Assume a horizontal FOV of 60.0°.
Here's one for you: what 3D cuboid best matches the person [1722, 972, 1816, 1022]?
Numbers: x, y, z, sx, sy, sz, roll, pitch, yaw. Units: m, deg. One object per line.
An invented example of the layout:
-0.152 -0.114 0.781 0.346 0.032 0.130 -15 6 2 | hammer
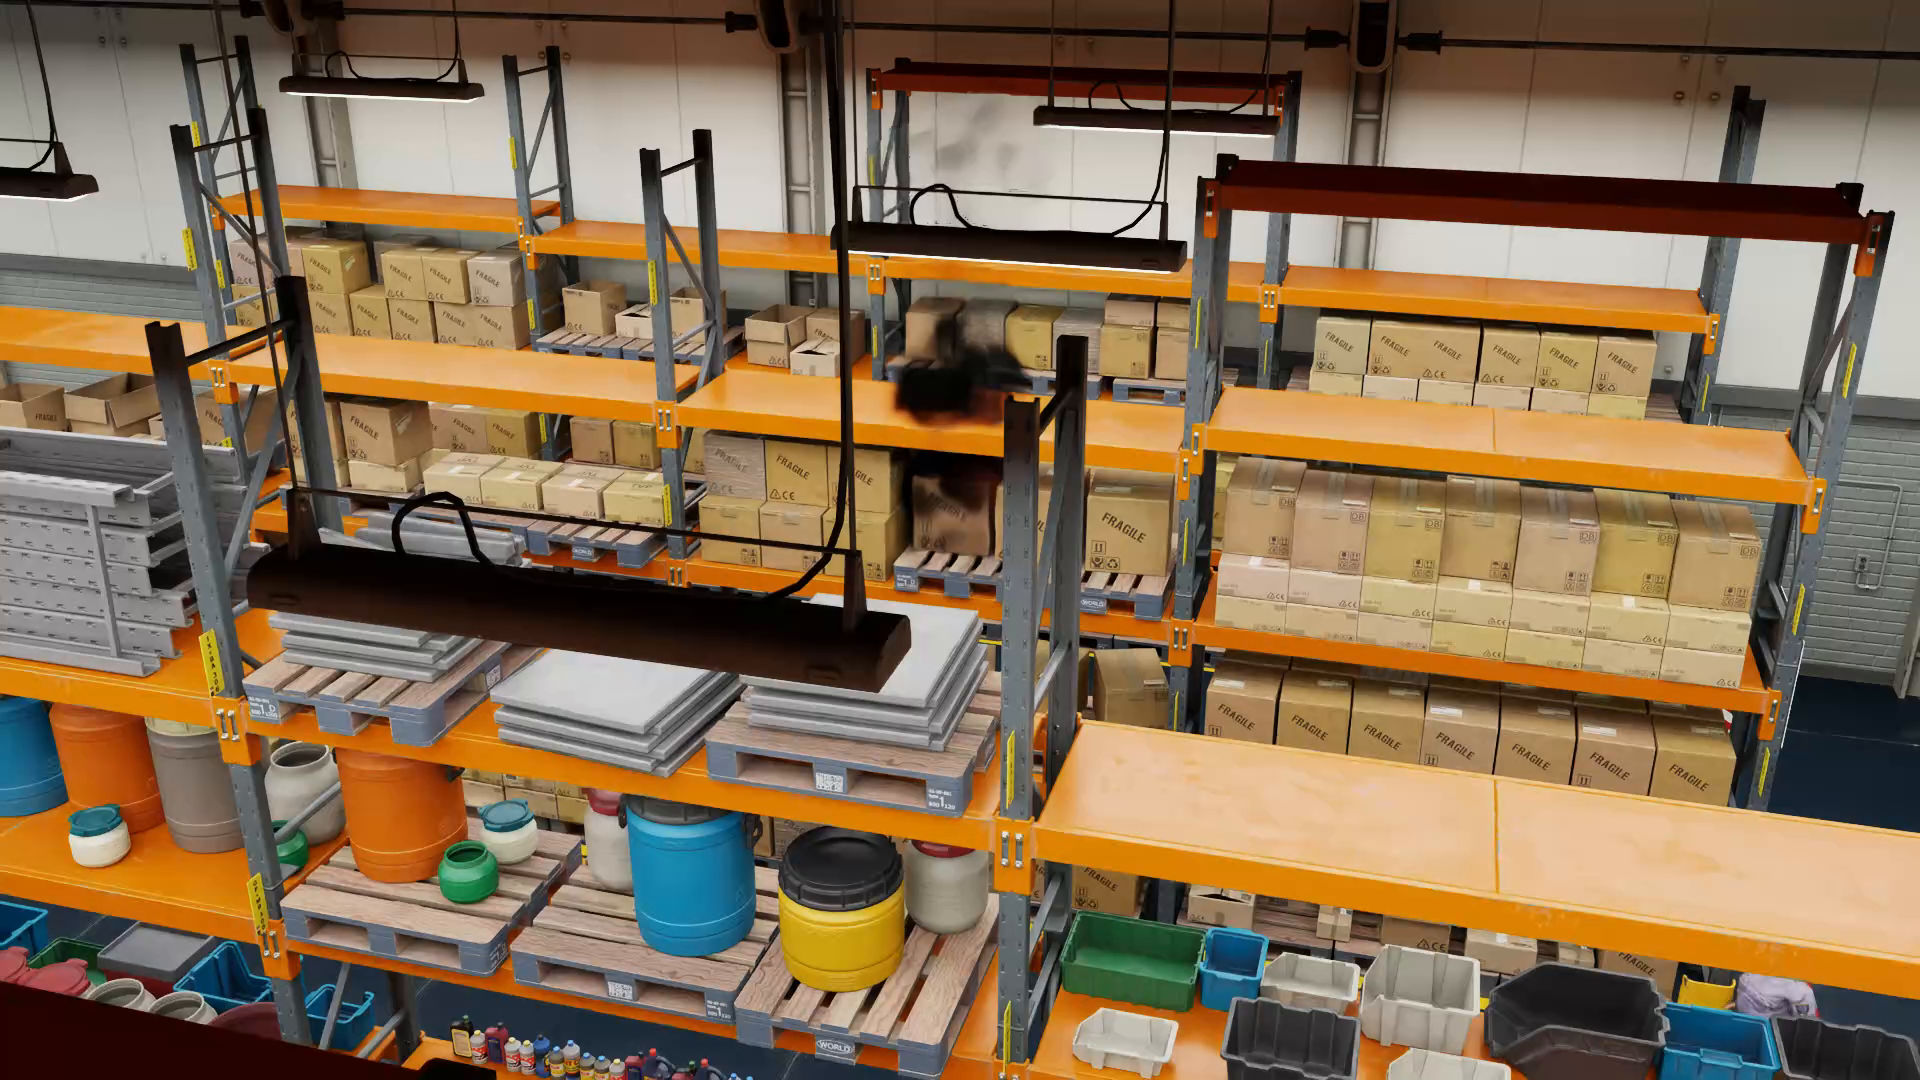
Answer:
5.290 3.245 10.882 0.604 1.594 0.608 -3 23 -7 | person
